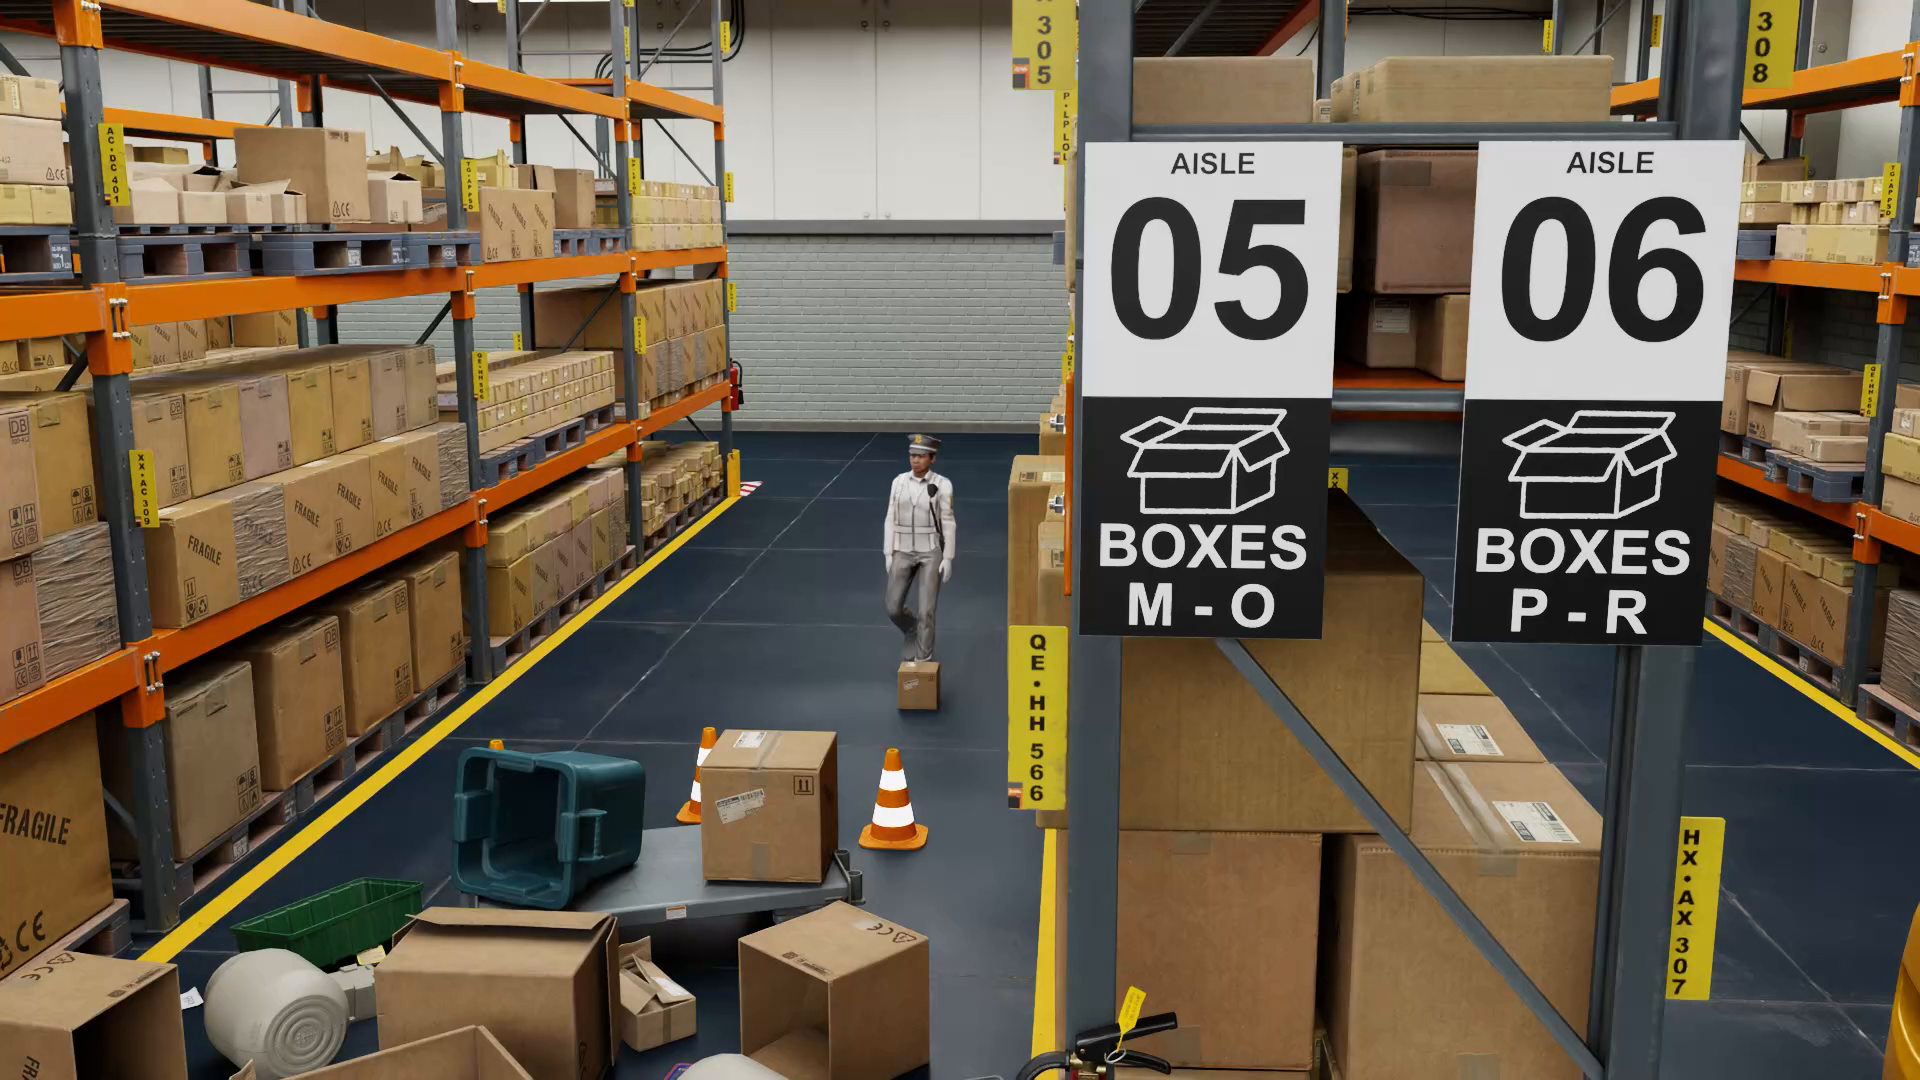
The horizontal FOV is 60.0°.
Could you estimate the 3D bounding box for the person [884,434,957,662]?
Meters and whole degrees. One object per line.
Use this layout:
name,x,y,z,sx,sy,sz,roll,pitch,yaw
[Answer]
person,-0.284,0.106,11.240,0.512,1.659,0.676,3,11,14
